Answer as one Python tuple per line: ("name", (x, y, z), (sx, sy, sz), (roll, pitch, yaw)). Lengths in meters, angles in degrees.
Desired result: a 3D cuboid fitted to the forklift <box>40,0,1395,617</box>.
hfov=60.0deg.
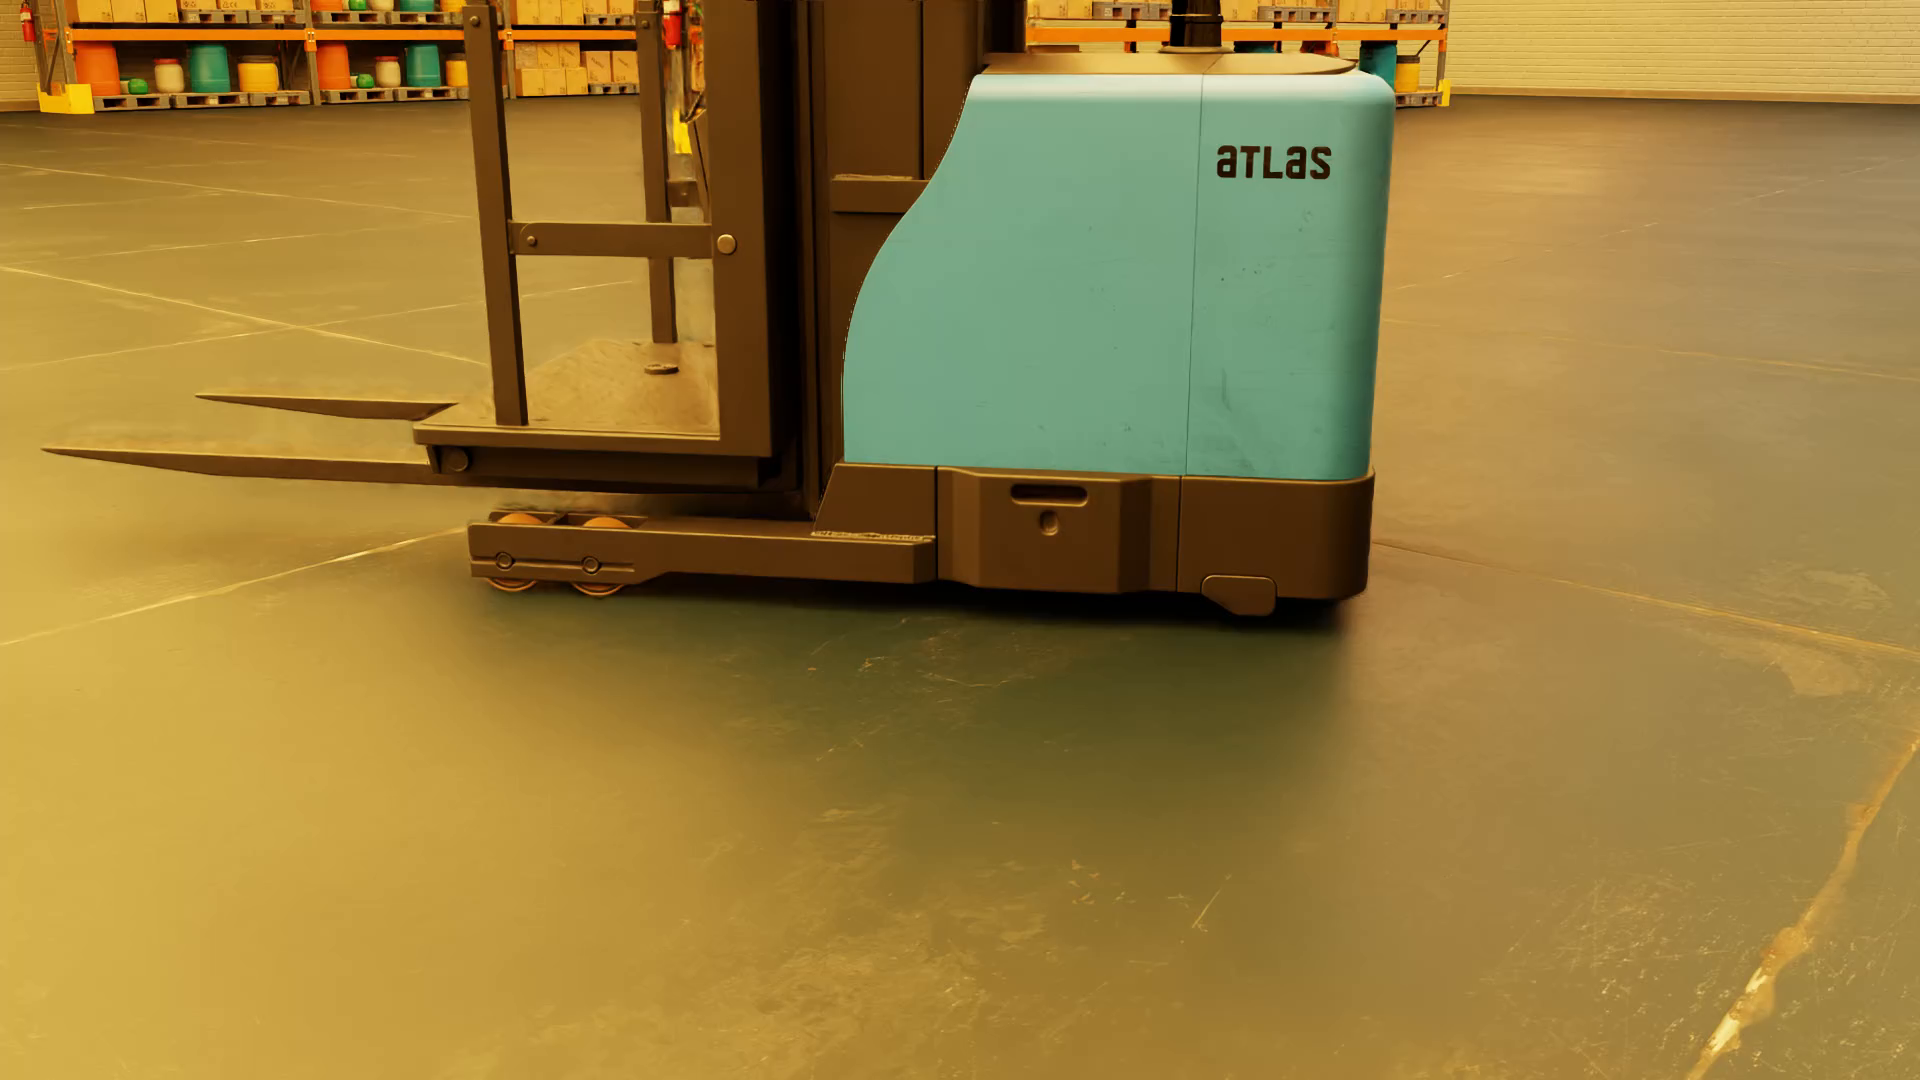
("forklift", (-0.603, -1.430, 3.608), (3.031, 2.935, 1.130), (3, 17, 9))
